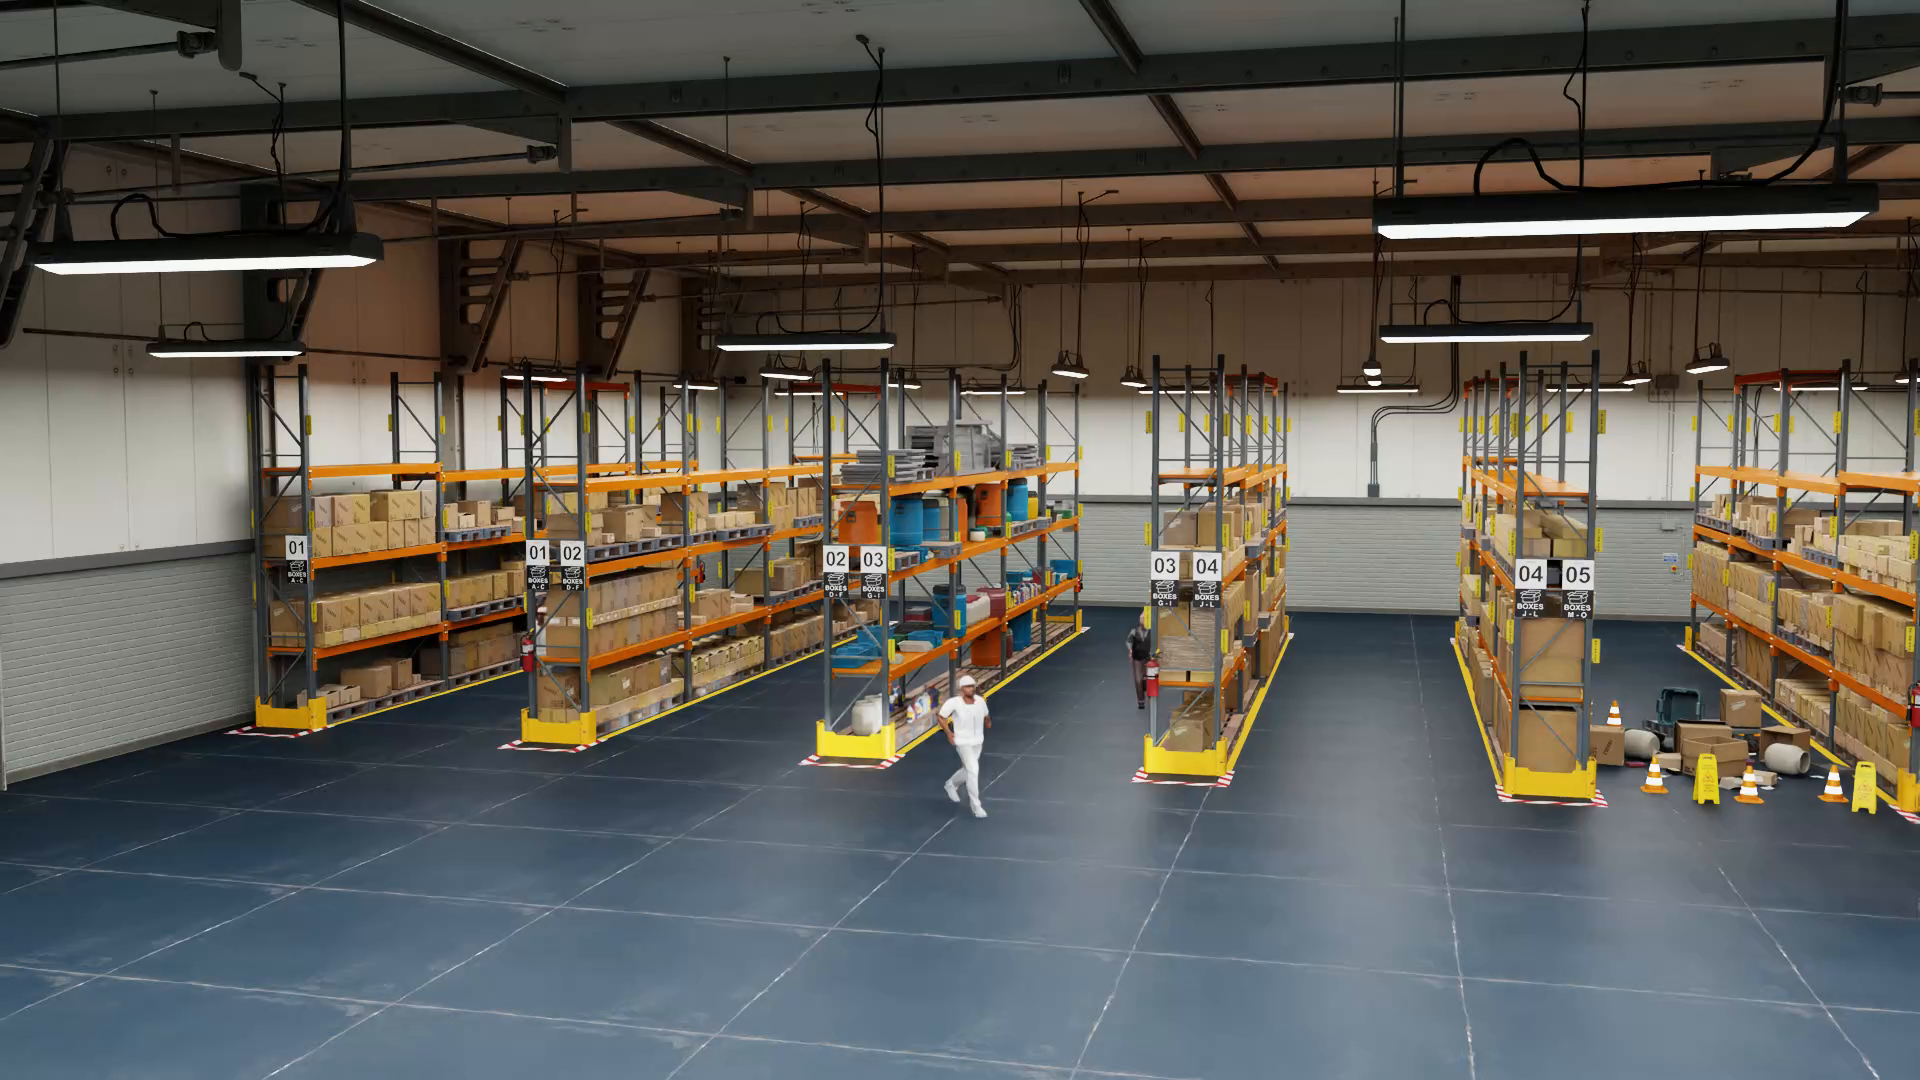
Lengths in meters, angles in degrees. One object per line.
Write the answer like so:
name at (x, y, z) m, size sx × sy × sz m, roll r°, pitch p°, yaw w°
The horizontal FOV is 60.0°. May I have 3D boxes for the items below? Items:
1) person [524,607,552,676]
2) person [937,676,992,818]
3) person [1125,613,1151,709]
person at (-7.528, 2.074, 29.956) m, size 0.690 × 1.734 × 0.597 m, roll 0°, pitch 4°, yaw -2°
person at (0.105, 2.633, 21.536) m, size 0.682 × 1.779 × 0.914 m, roll -3°, pitch 5°, yaw -37°
person at (3.253, 2.133, 29.471) m, size 0.661 × 1.675 × 0.642 m, roll 1°, pitch 4°, yaw 10°
